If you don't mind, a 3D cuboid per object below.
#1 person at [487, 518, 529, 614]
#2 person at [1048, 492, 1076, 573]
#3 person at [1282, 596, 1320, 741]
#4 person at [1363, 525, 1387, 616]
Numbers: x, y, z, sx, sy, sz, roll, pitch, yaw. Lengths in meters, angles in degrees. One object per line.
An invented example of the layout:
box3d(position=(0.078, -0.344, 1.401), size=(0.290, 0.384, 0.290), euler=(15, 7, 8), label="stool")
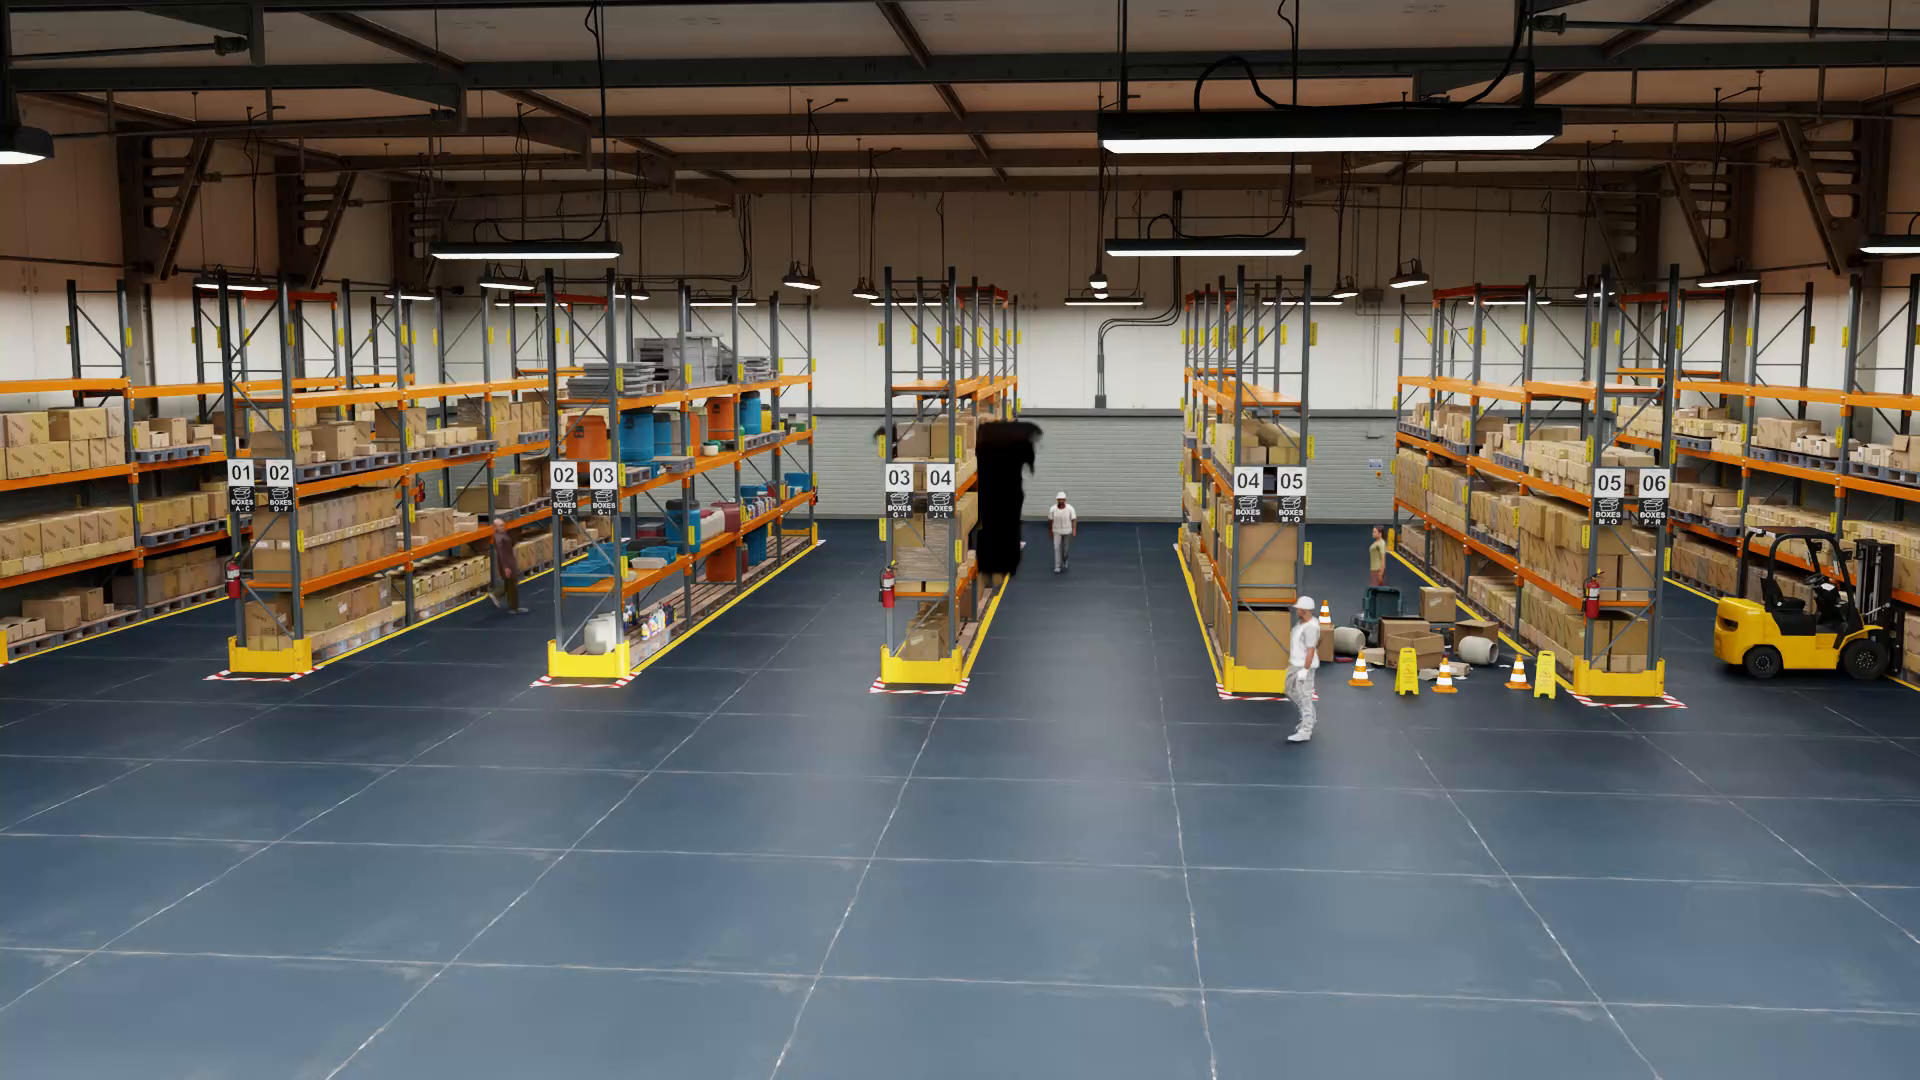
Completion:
box3d(position=(-8.221, 0.469, 30.197), size=(0.725, 1.758, 0.617), euler=(-2, 7, -20), label="person")
box3d(position=(2.184, -0.169, 35.515), size=(0.603, 1.717, 1.053), euler=(0, 7, 4), label="person")
box3d(position=(4.287, 1.583, 20.816), size=(0.490, 1.786, 0.635), euler=(-1, 7, -10), label="person")
box3d(position=(7.501, 0.560, 29.842), size=(0.418, 1.675, 0.470), euler=(4, 8, 28), label="person")
